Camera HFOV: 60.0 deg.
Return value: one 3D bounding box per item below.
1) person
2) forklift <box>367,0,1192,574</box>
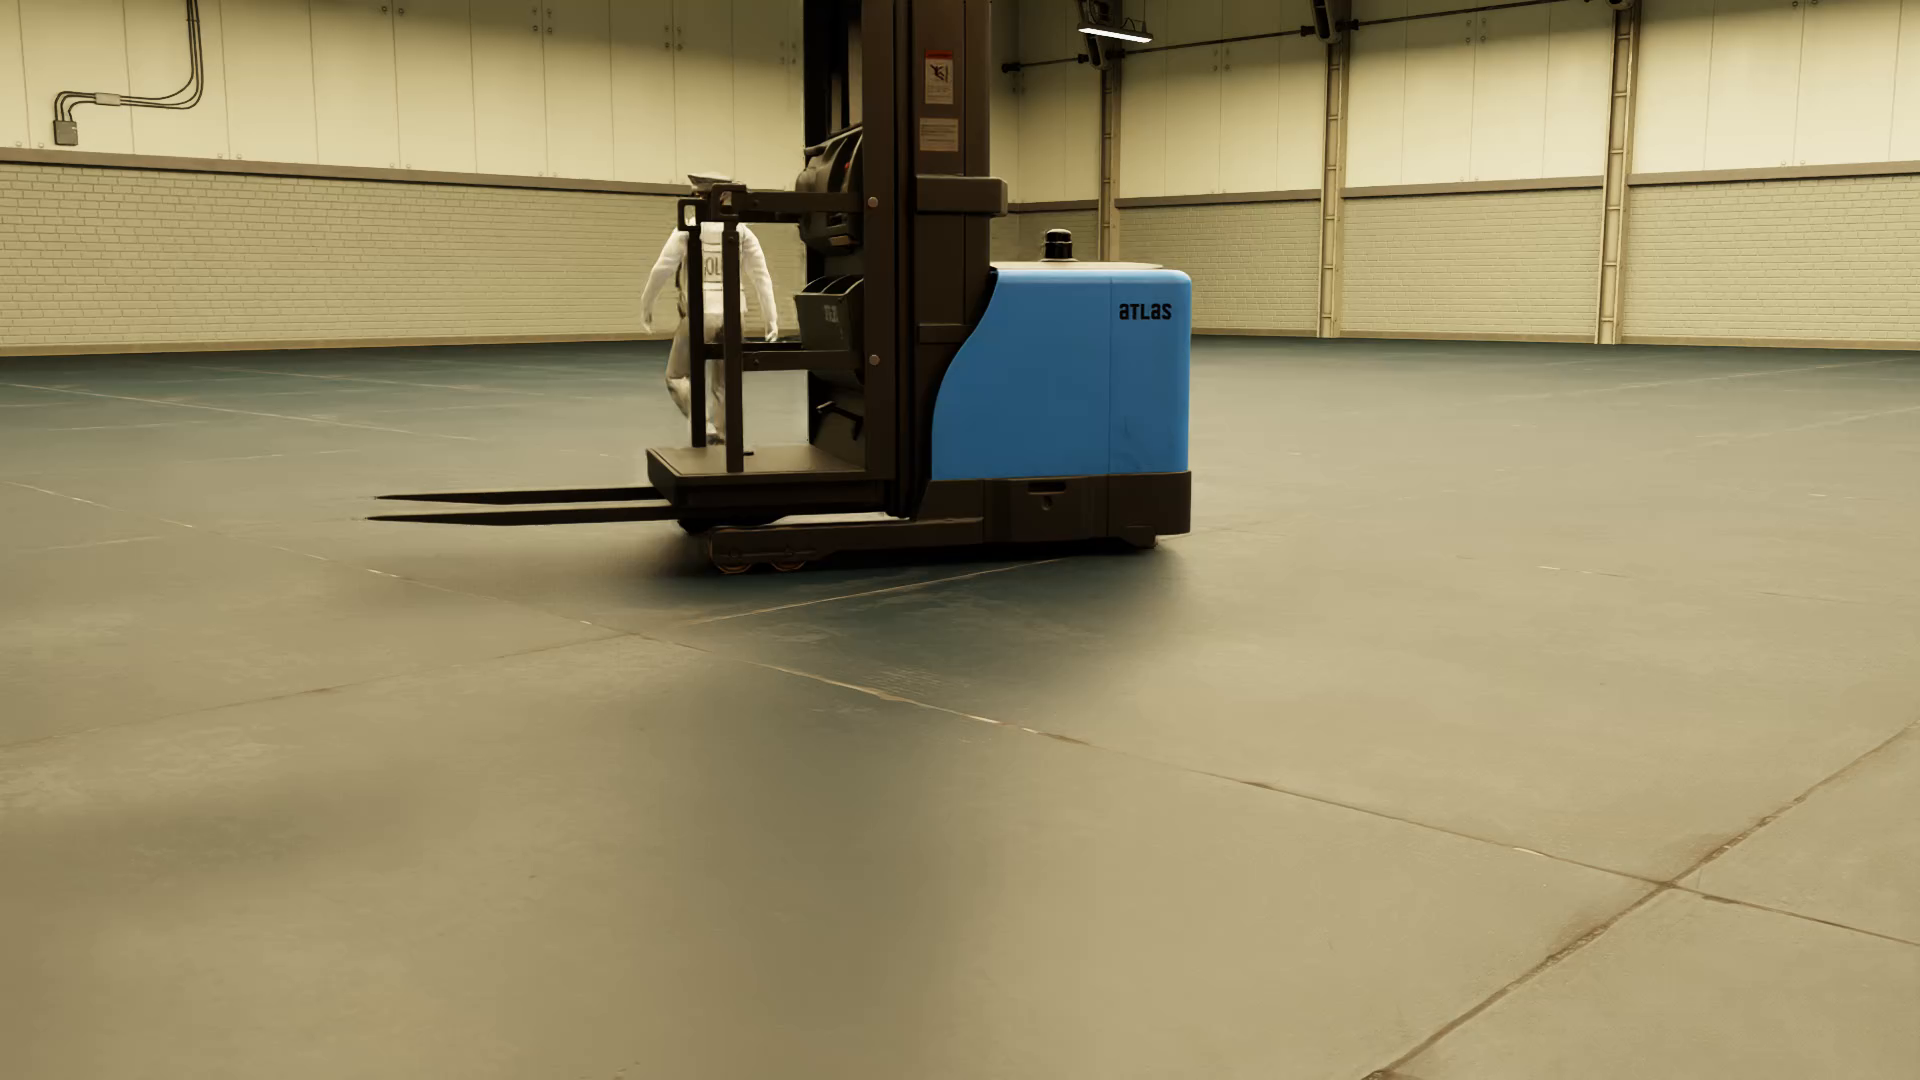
[{"bbox_3d":[-1.377,-1.210,9.244,0.694,1.649,0.508,-5,10,-30],"label":"person"},{"bbox_3d":[-0.680,-1.415,6.271,3.031,2.935,1.130,-2,9,-16],"label":"forklift"}]
